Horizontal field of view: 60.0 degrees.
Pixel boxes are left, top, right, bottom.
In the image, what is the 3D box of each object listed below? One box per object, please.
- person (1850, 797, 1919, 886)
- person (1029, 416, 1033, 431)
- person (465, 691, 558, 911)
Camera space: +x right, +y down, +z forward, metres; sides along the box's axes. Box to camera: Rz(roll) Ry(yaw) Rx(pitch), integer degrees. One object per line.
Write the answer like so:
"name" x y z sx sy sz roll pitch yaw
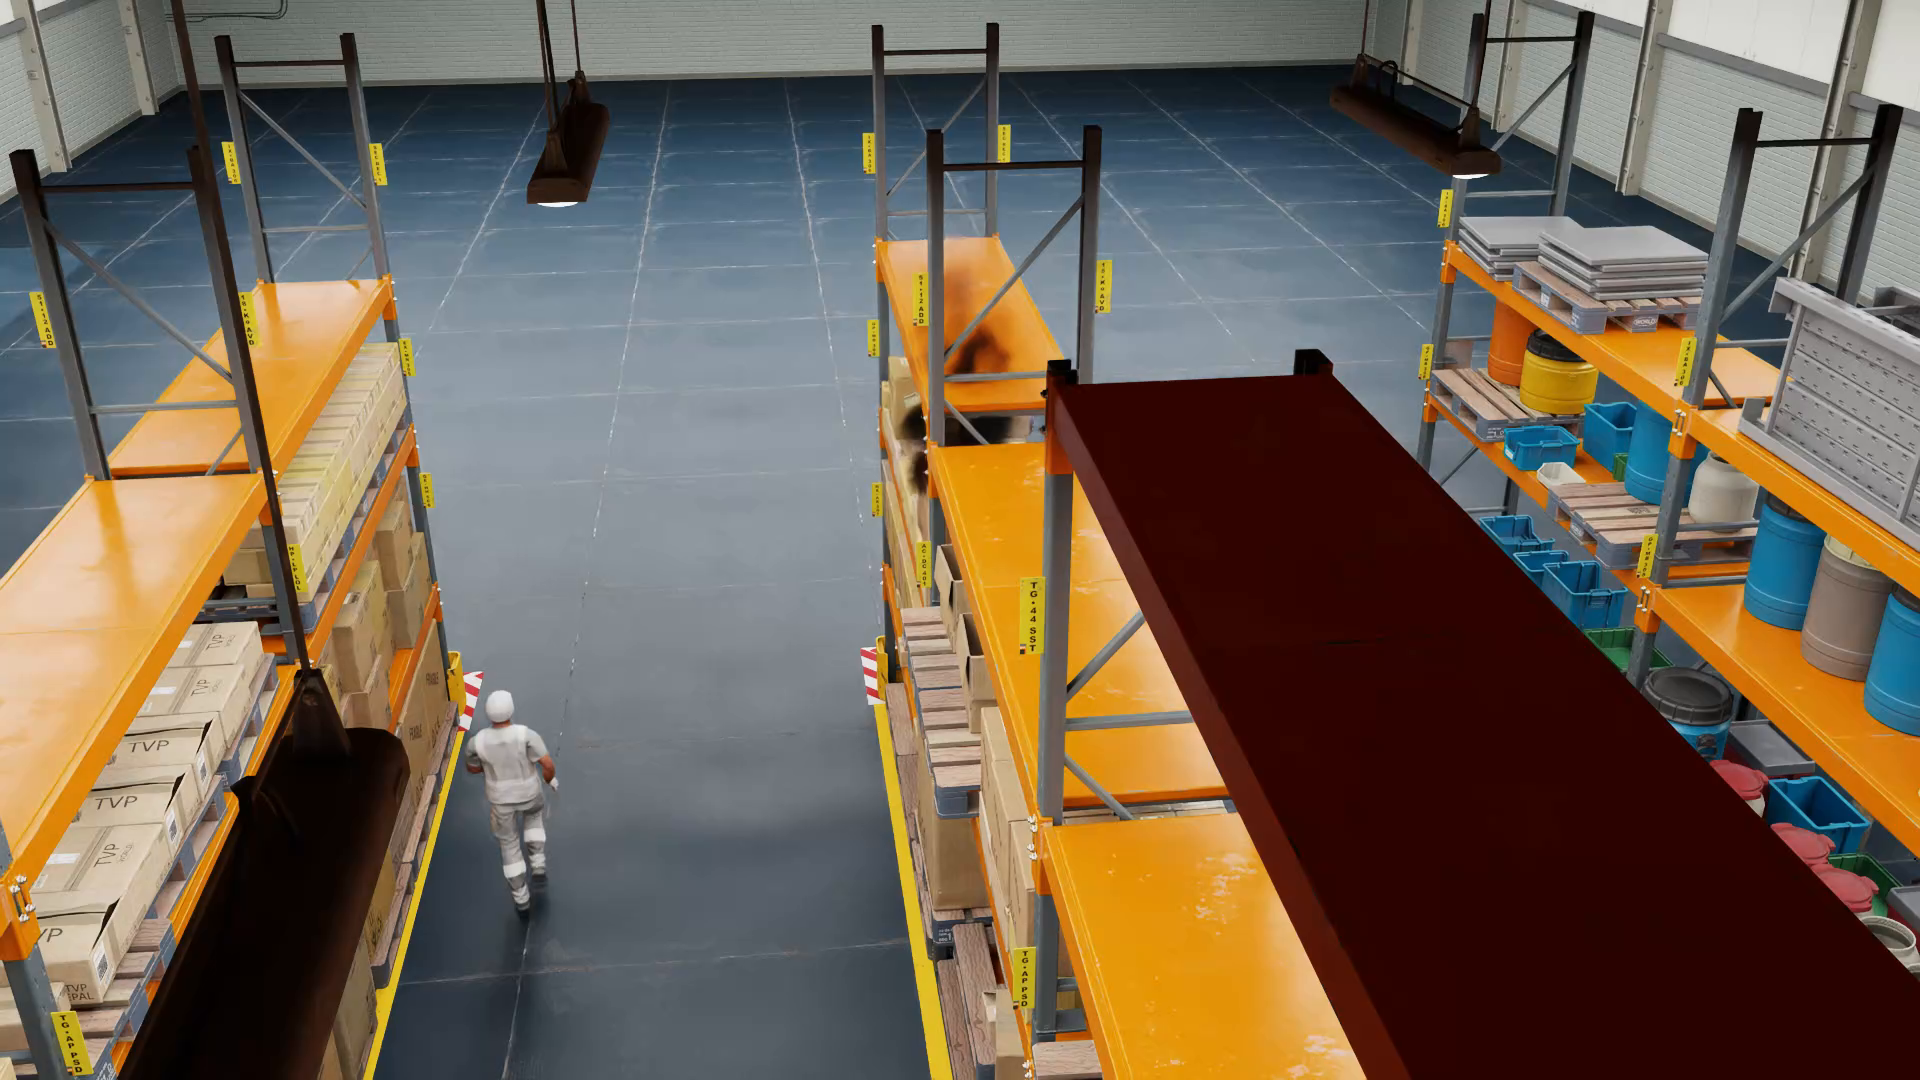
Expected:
"person" 7.171 1.854 12.630 0.647 1.719 0.950 -9 27 -18
"person" 0.573 -0.954 18.662 0.554 1.596 0.621 8 27 17
"person" -3.336 1.891 12.464 0.641 1.785 0.701 -7 26 -15
